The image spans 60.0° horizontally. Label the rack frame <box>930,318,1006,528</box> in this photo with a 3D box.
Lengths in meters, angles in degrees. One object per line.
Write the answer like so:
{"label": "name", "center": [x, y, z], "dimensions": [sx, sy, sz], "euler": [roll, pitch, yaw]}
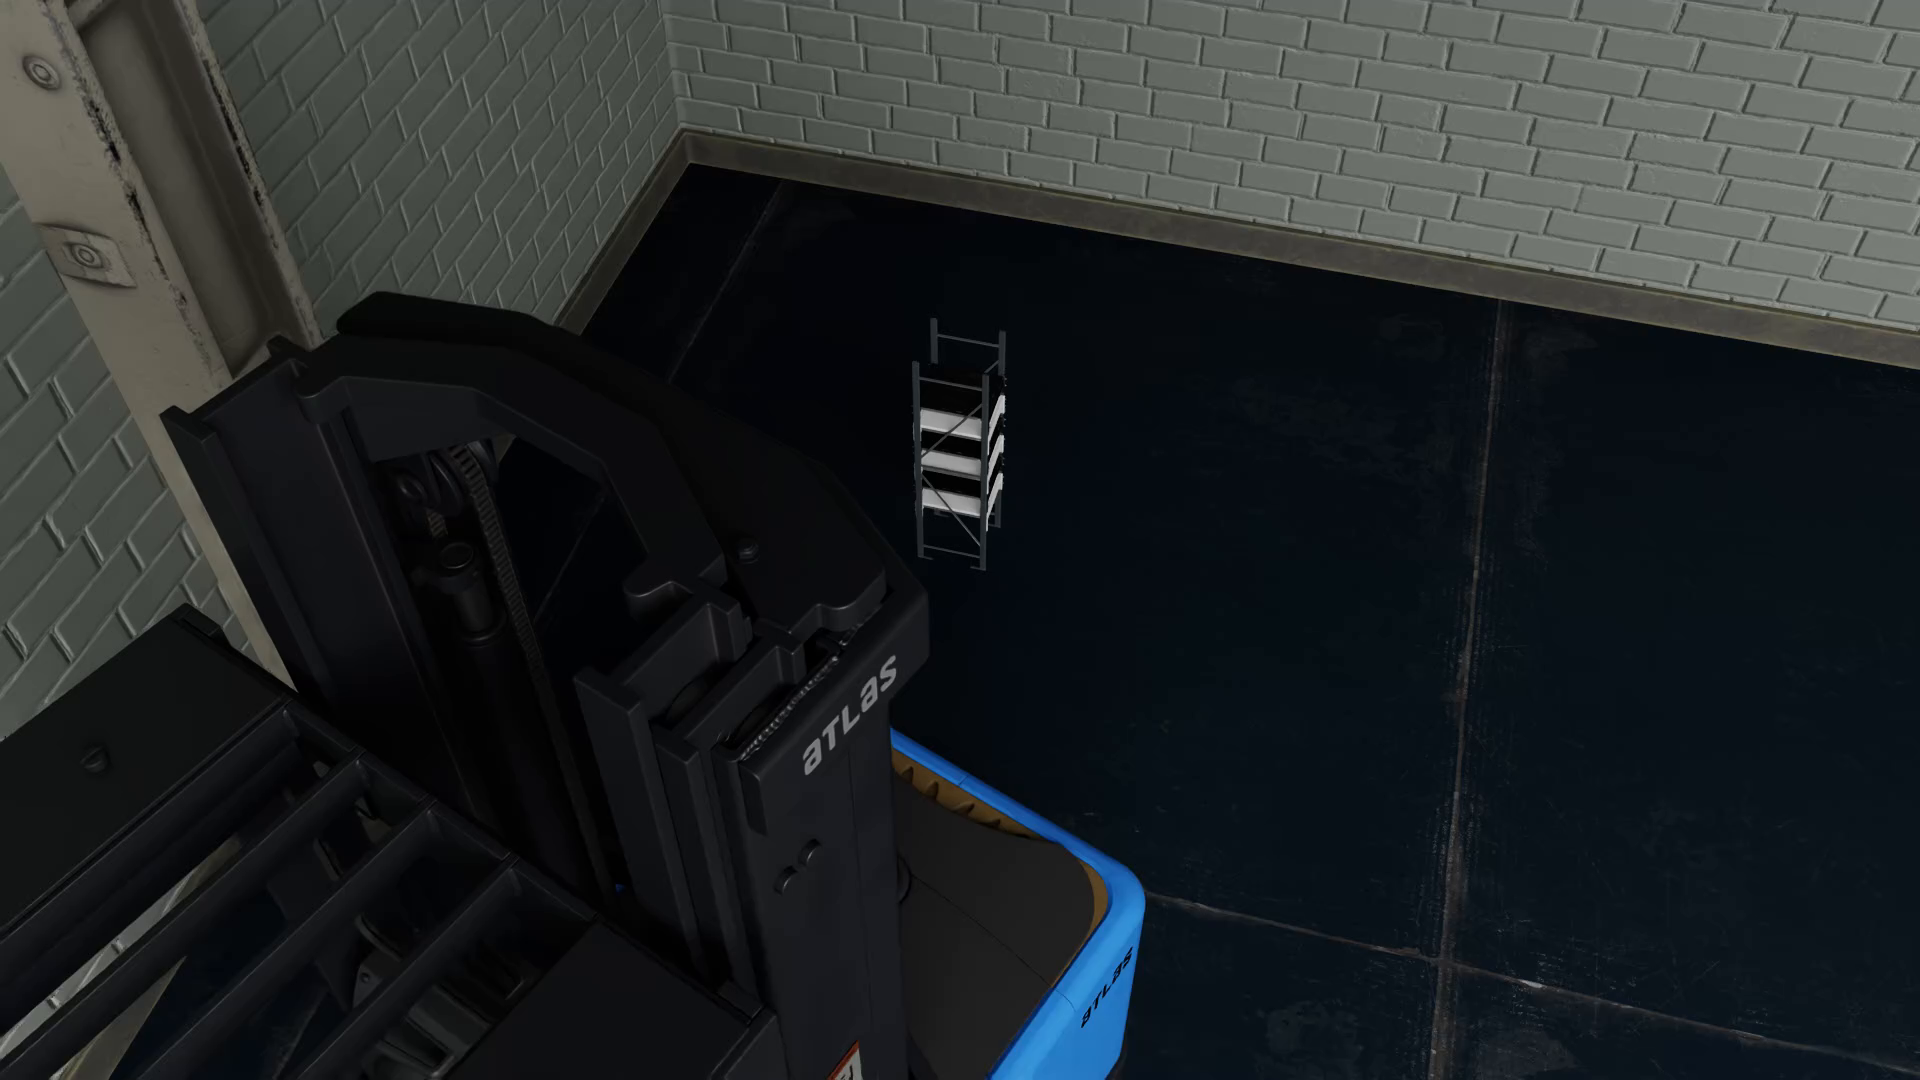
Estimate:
{"label": "rack frame", "center": [0.025, -0.365, 5.472], "dimensions": [0.240, 0.900, 0.006], "euler": [12, 50, 10]}

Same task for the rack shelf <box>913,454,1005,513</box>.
{"label": "rack shelf", "center": [-0.002, -0.210, 5.500], "dimensions": [0.258, 0.077, 0.200], "euler": [12, 50, 10]}

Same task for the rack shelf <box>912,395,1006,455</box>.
{"label": "rack shelf", "center": [-0.002, -0.389, 5.297], "dimensions": [0.258, 0.077, 0.200], "euler": [12, 50, 10]}

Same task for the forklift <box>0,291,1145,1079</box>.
{"label": "forklift", "center": [-0.833, 1.187, 2.747], "dimensions": [1.130, 2.935, 3.031], "euler": [28, 54, 22]}

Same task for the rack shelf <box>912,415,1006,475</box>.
{"label": "rack shelf", "center": [-0.002, -0.329, 5.365], "dimensions": [0.258, 0.077, 0.200], "euler": [12, 50, 10]}

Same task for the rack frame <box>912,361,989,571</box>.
{"label": "rack frame", "center": [-0.029, -0.218, 5.343], "dimensions": [0.240, 0.900, 0.006], "euler": [12, 50, 10]}

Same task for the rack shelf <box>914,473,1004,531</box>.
{"label": "rack shelf", "center": [-0.002, -0.151, 5.567], "dimensions": [0.258, 0.077, 0.200], "euler": [12, 50, 10]}

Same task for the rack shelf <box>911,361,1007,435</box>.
{"label": "rack shelf", "center": [-0.002, -0.449, 5.230], "dimensions": [0.258, 0.077, 0.200], "euler": [12, 50, 10]}

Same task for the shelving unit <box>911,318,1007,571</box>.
{"label": "shelving unit", "center": [-0.002, -0.292, 5.407], "dimensions": [0.258, 0.900, 0.210], "euler": [12, 50, 10]}

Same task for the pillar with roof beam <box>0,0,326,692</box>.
{"label": "pillar with roof beam", "center": [2.315, -1.588, 1.149], "dimensions": [9.100, 9.000, 0.400], "euler": [12, 50, 10]}

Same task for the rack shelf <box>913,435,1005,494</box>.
{"label": "rack shelf", "center": [-0.002, -0.270, 5.432], "dimensions": [0.258, 0.077, 0.200], "euler": [12, 50, 10]}
